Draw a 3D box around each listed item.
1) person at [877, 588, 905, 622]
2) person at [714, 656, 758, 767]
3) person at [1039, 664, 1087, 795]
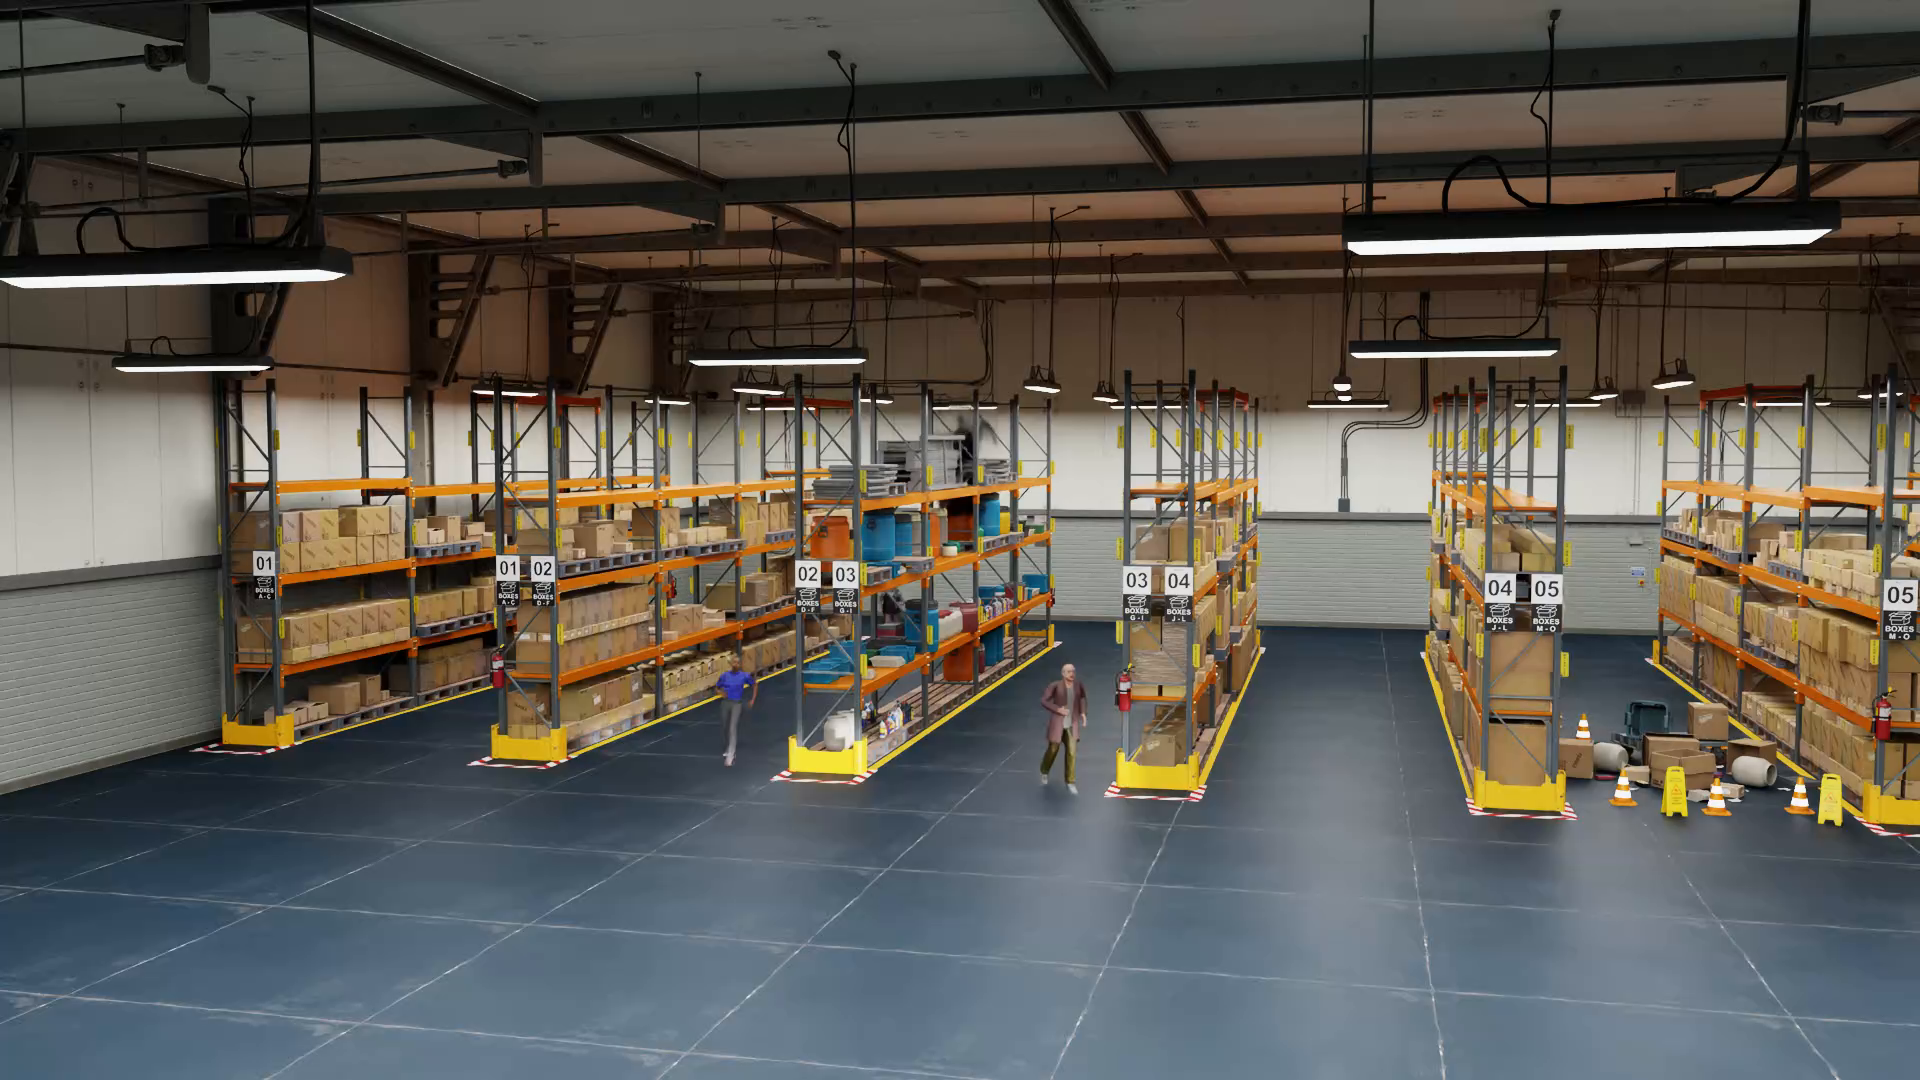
[{"bbox_3d":[-1.651,1.771,39.873,0.665,1.681,0.744,0,3,-1],"label":"person"},{"bbox_3d":[-3.513,2.646,25.842,0.637,1.688,0.783,1,3,9],"label":"person"},{"bbox_3d":[1.519,2.667,23.818,0.742,1.797,0.940,-1,4,-15],"label":"person"}]
